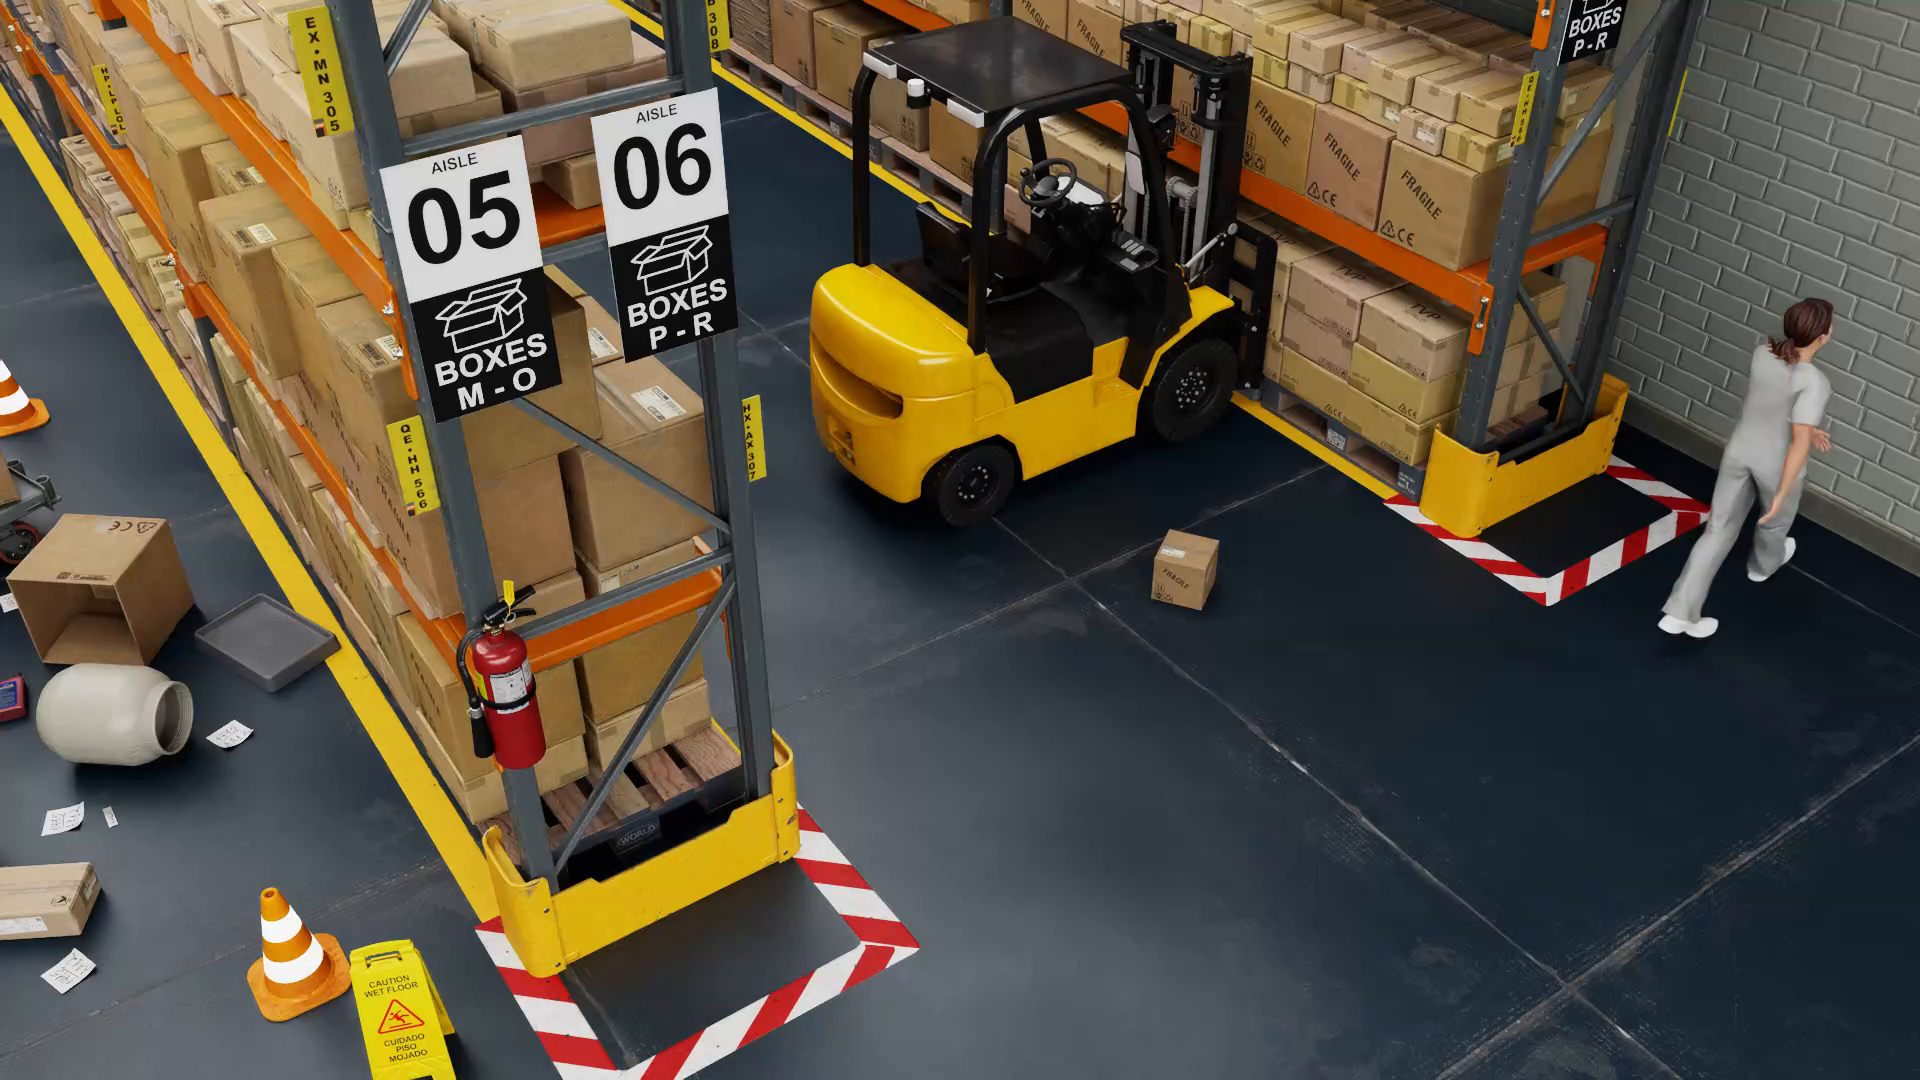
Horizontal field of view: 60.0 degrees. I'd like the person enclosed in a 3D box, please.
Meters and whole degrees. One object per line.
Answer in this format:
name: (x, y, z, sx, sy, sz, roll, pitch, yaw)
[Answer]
person: (3.604, -0.357, 7.454, 0.924, 1.553, 0.468, -23, 42, -28)
